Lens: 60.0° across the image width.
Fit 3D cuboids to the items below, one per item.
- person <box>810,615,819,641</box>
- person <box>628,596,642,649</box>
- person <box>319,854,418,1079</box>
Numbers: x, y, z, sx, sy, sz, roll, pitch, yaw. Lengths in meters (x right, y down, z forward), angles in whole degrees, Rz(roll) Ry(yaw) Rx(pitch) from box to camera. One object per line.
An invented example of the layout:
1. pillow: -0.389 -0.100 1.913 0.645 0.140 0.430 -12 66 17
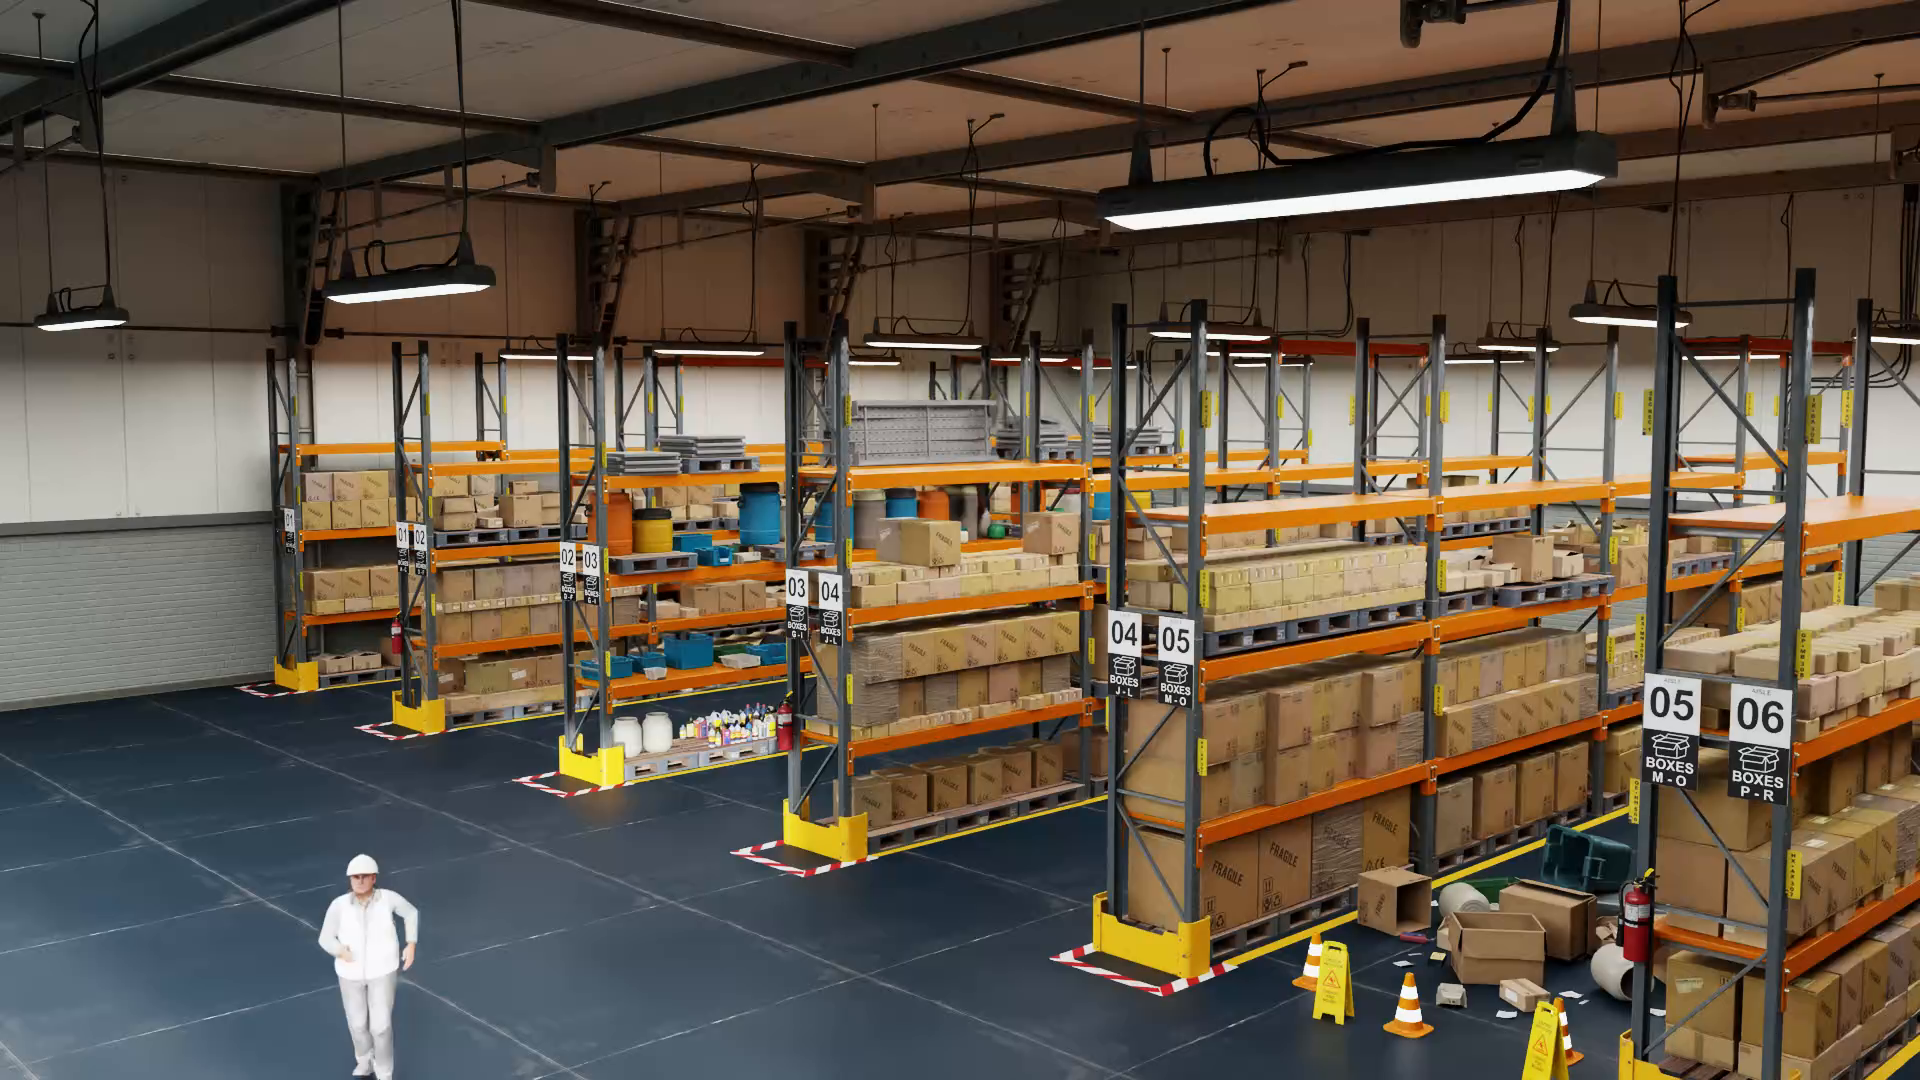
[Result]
1. person: -2.202 1.730 27.104 0.513 1.622 0.550 -5 7 -42
2. person: -6.023 1.663 30.727 0.587 1.671 0.871 5 7 43
3. person: -4.377 3.237 12.314 0.675 1.850 0.748 -1 5 -12
